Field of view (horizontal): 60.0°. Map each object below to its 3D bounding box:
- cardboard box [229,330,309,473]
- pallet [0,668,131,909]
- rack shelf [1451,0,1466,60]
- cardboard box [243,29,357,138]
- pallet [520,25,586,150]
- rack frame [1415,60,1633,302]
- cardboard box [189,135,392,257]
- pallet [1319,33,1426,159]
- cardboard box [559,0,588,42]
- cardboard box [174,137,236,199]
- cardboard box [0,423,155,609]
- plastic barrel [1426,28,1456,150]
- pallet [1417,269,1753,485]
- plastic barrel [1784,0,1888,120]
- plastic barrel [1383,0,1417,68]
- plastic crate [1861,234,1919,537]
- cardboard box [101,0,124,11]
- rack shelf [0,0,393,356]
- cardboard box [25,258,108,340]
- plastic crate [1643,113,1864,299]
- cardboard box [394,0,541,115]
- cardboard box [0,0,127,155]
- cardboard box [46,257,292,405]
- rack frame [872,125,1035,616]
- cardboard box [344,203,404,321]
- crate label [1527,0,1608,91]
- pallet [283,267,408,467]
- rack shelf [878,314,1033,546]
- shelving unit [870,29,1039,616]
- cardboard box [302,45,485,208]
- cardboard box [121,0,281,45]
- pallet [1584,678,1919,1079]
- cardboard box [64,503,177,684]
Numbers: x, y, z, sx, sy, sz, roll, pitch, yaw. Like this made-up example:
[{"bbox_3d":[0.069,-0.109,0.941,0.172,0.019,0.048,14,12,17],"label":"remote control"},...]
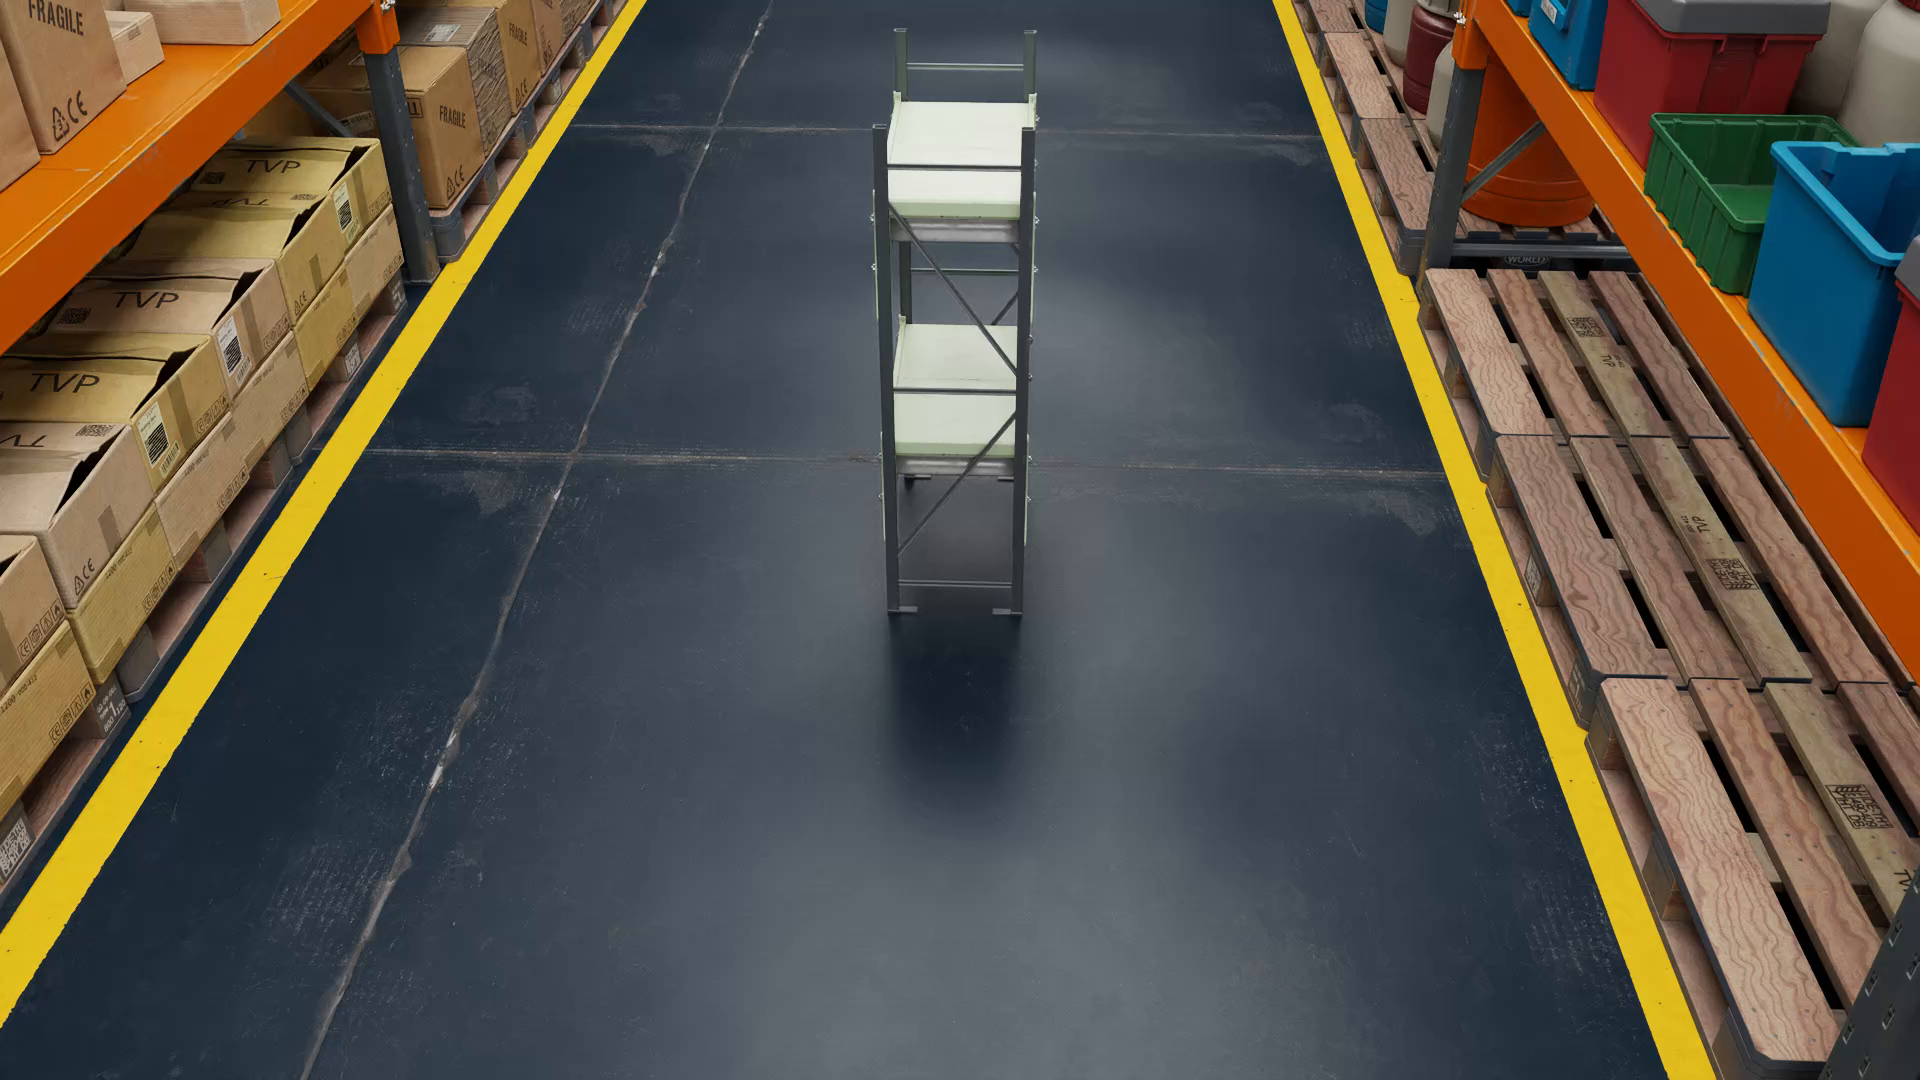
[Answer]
[{"bbox_3d":[-2.444,-0.454,5.313,0.500,0.250,0.500,2,35,3],"label":"cardboard box"},{"bbox_3d":[-2.796,0.715,4.049,1.003,0.211,1.213,1,35,2],"label":"pallet"},{"bbox_3d":[2.403,-3.038,7.590,1.077,0.370,4.000,1,35,2],"label":"rack shelf"},{"bbox_3d":[-2.823,-2.000,7.278,0.500,0.500,0.500,3,35,4],"label":"cardboard box"},{"bbox_3d":[-2.507,-2.286,8.319,1.003,0.211,1.213,1,35,2],"label":"pallet"},{"bbox_3d":[2.323,-2.183,5.748,1.000,3.000,0.127,1,35,2],"label":"rack frame"},{"bbox_3d":[-2.401,-1.270,5.986,0.500,0.311,0.500,2,35,3],"label":"cardboard box"},{"bbox_3d":[2.365,-2.195,8.190,1.003,0.211,1.213,1,35,2],"label":"pallet"},{"bbox_3d":[-2.248,-2.893,8.549,0.500,0.500,0.500,2,35,2],"label":"cardboard box"},{"bbox_3d":[-2.941,-1.282,6.004,0.500,0.311,0.500,2,35,3],"label":"cardboard box"},{"bbox_3d":[-2.476,-0.095,4.314,0.500,0.311,0.500,0,35,0],"label":"cardboard box"},{"bbox_3d":[2.259,-1.945,7.208,0.421,0.512,0.421,0,35,0],"label":"plastic barrel"},{"bbox_3d":[2.253,-0.598,5.918,1.003,0.211,1.213,1,35,2],"label":"pallet"},{"bbox_3d":[2.478,-1.391,4.523,0.421,0.512,0.421,0,35,0],"label":"plastic barrel"},{"bbox_3d":[2.304,-2.594,8.131,0.421,0.512,0.421,0,35,0],"label":"plastic barrel"},{"bbox_3d":[1.876,-0.197,2.865,0.402,0.464,0.583,1,35,2],"label":"plastic crate"},{"bbox_3d":[-2.856,-1.754,5.215,0.500,0.311,0.500,1,35,1],"label":"cardboard box"},{"bbox_3d":[-2.707,-0.856,4.486,1.077,0.370,4.000,1,35,2],"label":"rack shelf"},{"bbox_3d":[-2.976,-0.687,5.157,0.500,0.311,0.500,0,35,1],"label":"cardboard box"},{"bbox_3d":[1.950,-0.806,3.972,0.450,0.188,0.662,1,35,2],"label":"plastic crate"},{"bbox_3d":[-2.282,-2.301,7.707,0.500,0.500,0.500,1,35,1],"label":"cardboard box"},{"bbox_3d":[-2.677,-1.376,4.513,0.500,0.500,0.500,0,35,-1],"label":"cardboard box"},{"bbox_3d":[-2.439,-0.681,5.148,0.500,0.311,0.500,1,35,2],"label":"cardboard box"},{"bbox_3d":[-0.015,-0.399,4.514,0.400,1.500,0.023,1,35,2],"label":"rack frame"},{"bbox_3d":[-2.404,-1.039,6.146,0.500,0.250,0.500,2,35,3],"label":"cardboard box"},{"bbox_3d":[2.013,-1.633,4.934,0.502,0.435,0.616,1,35,2],"label":"crate label"},{"bbox_3d":[-2.698,-0.687,6.044,1.003,0.211,1.213,1,35,2],"label":"pallet"},{"bbox_3d":[0.000,-0.343,5.001,0.431,0.370,0.720,1,35,2],"label":"rack shelf"},{"bbox_3d":[0.000,-0.610,4.813,0.431,1.500,0.755,1,35,2],"label":"shelving unit"},{"bbox_3d":[-2.322,-1.712,6.869,0.500,0.500,0.500,3,35,4],"label":"cardboard box"},{"bbox_3d":[-2.386,-1.674,5.242,0.380,0.149,0.250,1,35,2],"label":"cardboard box"},{"bbox_3d":[2.155,0.804,3.923,1.003,0.211,1.213,1,35,2],"label":"pallet"},{"bbox_3d":[-2.483,0.134,4.477,0.500,0.250,0.500,0,35,0],"label":"cardboard box"}]
